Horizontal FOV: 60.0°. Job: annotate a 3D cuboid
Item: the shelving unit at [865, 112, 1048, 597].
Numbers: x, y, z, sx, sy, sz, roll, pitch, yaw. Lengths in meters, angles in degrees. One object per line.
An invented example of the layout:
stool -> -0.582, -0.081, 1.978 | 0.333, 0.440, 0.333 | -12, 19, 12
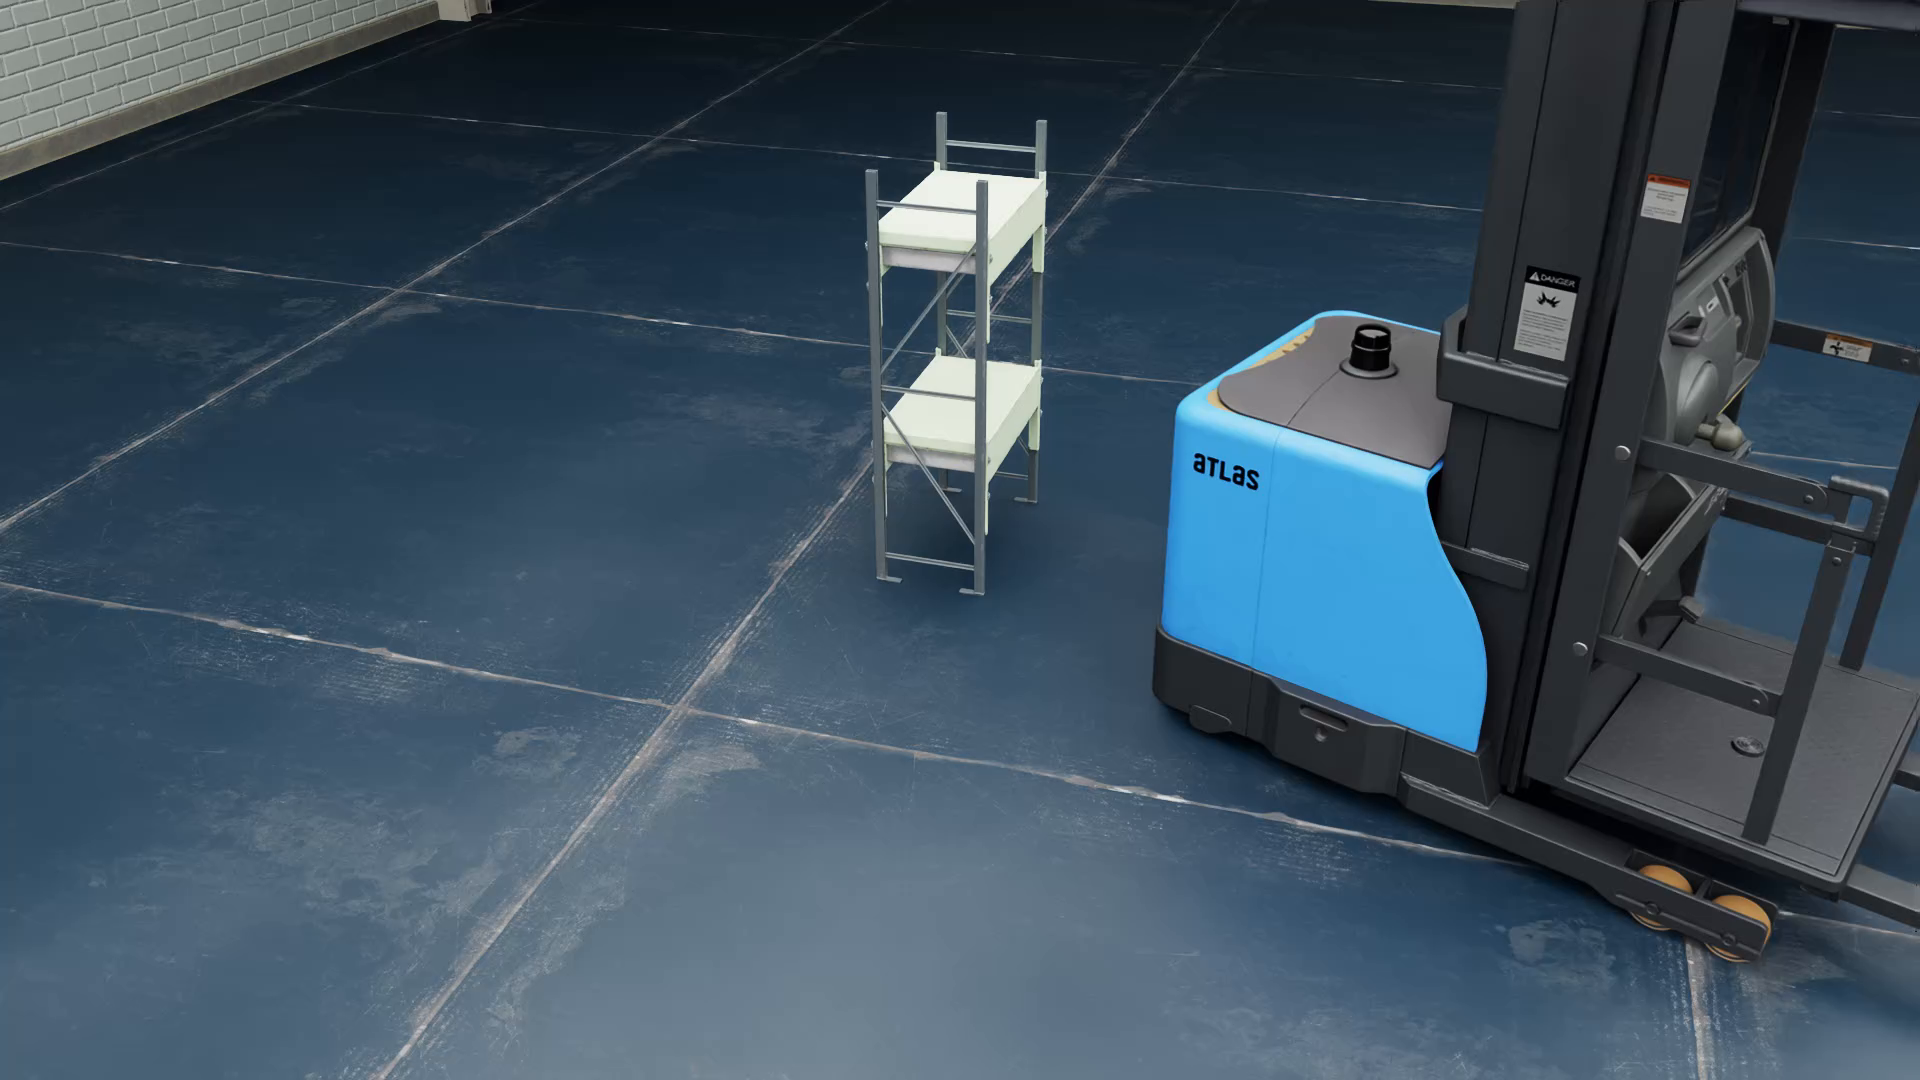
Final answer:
shelving unit -> 0.002, -0.659, 5.891 | 0.431, 1.500, 0.755 | 8, 30, 15

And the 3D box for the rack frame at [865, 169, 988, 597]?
rack frame -> -0.105, -0.488, 5.585 | 0.400, 1.500, 0.023 | 8, 30, 15

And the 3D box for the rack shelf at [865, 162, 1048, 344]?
rack shelf -> 0.002, -1.000, 5.701 | 0.431, 0.370, 0.720 | 8, 30, 15

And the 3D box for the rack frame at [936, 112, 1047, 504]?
rack frame -> 0.109, -0.829, 6.197 | 0.400, 1.500, 0.023 | 8, 30, 15

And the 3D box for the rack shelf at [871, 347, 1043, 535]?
rack shelf -> 0.002, -0.374, 6.049 | 0.431, 0.370, 0.720 | 8, 30, 15

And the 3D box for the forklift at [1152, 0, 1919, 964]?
forklift -> 2.083, -0.486, 4.109 | 3.031, 2.935, 1.130 | 21, 35, 32

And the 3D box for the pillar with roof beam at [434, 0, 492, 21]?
pillar with roof beam -> -0.182, -7.867, 11.136 | 9.100, 9.000, 0.400 | 8, 30, 15
